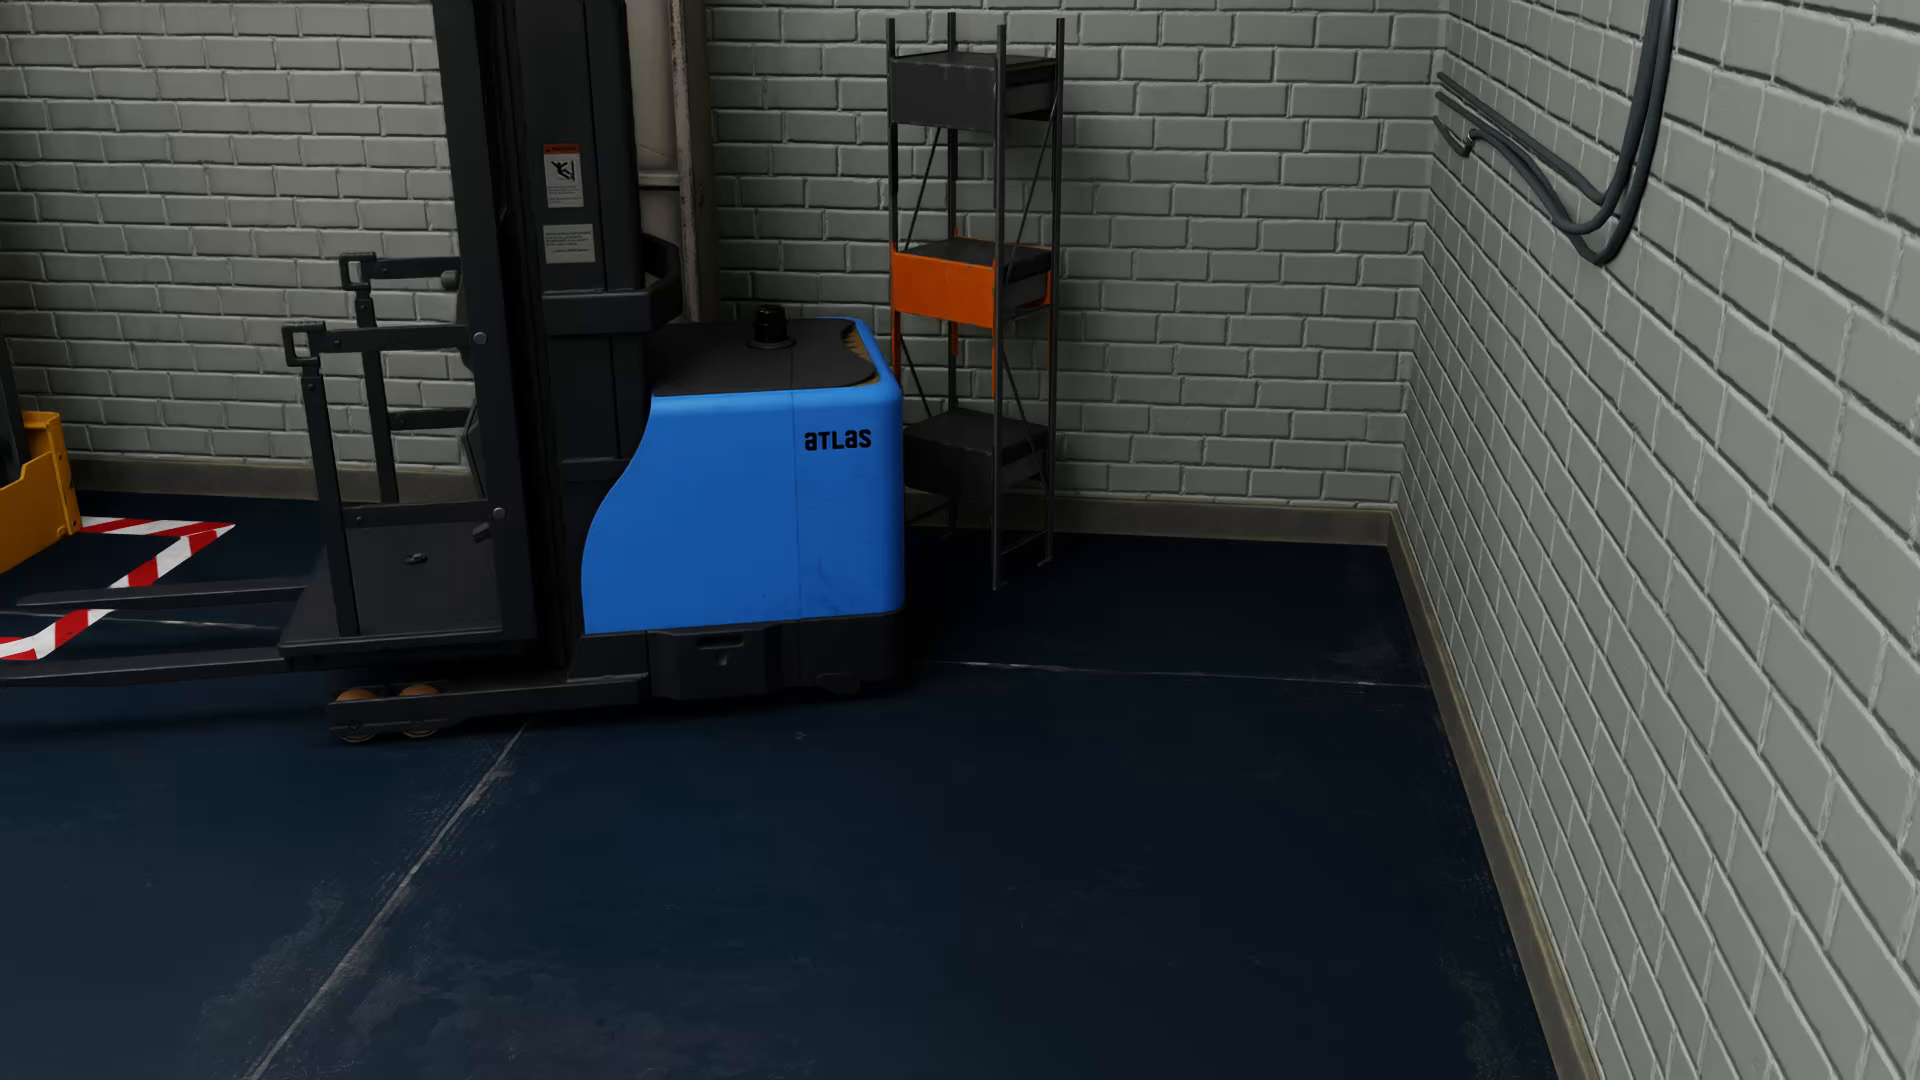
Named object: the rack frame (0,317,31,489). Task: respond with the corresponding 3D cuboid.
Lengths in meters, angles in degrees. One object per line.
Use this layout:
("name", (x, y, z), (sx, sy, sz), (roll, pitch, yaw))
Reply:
("rack frame", (-3.985, -1.256, 6.037), (0.127, 3.000, 1.000), (2, 22, 6))

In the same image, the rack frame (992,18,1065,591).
("rack frame", (0.251, -0.838, 6.204), (0.015, 2.100, 0.400), (15, 26, 34))

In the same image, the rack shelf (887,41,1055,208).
("rack shelf", (0.055, -1.530, 6.087), (0.480, 0.518, 0.431), (15, 26, 34))

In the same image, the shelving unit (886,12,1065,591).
("shelving unit", (0.055, -0.892, 6.339), (0.503, 2.100, 0.431), (15, 26, 34))

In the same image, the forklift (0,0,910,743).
("forklift", (-1.736, -0.927, 5.298), (3.031, 2.935, 1.130), (-4, 22, -9))

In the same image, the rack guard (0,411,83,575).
("rack guard", (-3.961, -0.093, 6.494), (0.348, 0.500, 1.175), (2, 22, 6))

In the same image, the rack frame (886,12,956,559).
("rack frame", (-0.141, -0.945, 6.474), (0.015, 2.100, 0.400), (15, 26, 34))

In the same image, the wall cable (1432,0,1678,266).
("wall cable", (1.590, -2.227, 4.556), (0.112, 2.526, 3.097), (2, 22, 6))

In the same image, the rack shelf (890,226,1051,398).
("rack shelf", (0.055, -0.879, 6.344), (0.480, 0.518, 0.431), (15, 26, 34))

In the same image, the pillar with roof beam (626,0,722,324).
("pillar with roof beam", (-1.708, -2.673, 1.462), (0.400, 9.000, 9.100), (2, 22, 6))

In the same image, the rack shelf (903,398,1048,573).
("rack shelf", (0.055, -0.228, 6.601), (0.480, 0.518, 0.431), (15, 26, 34))
